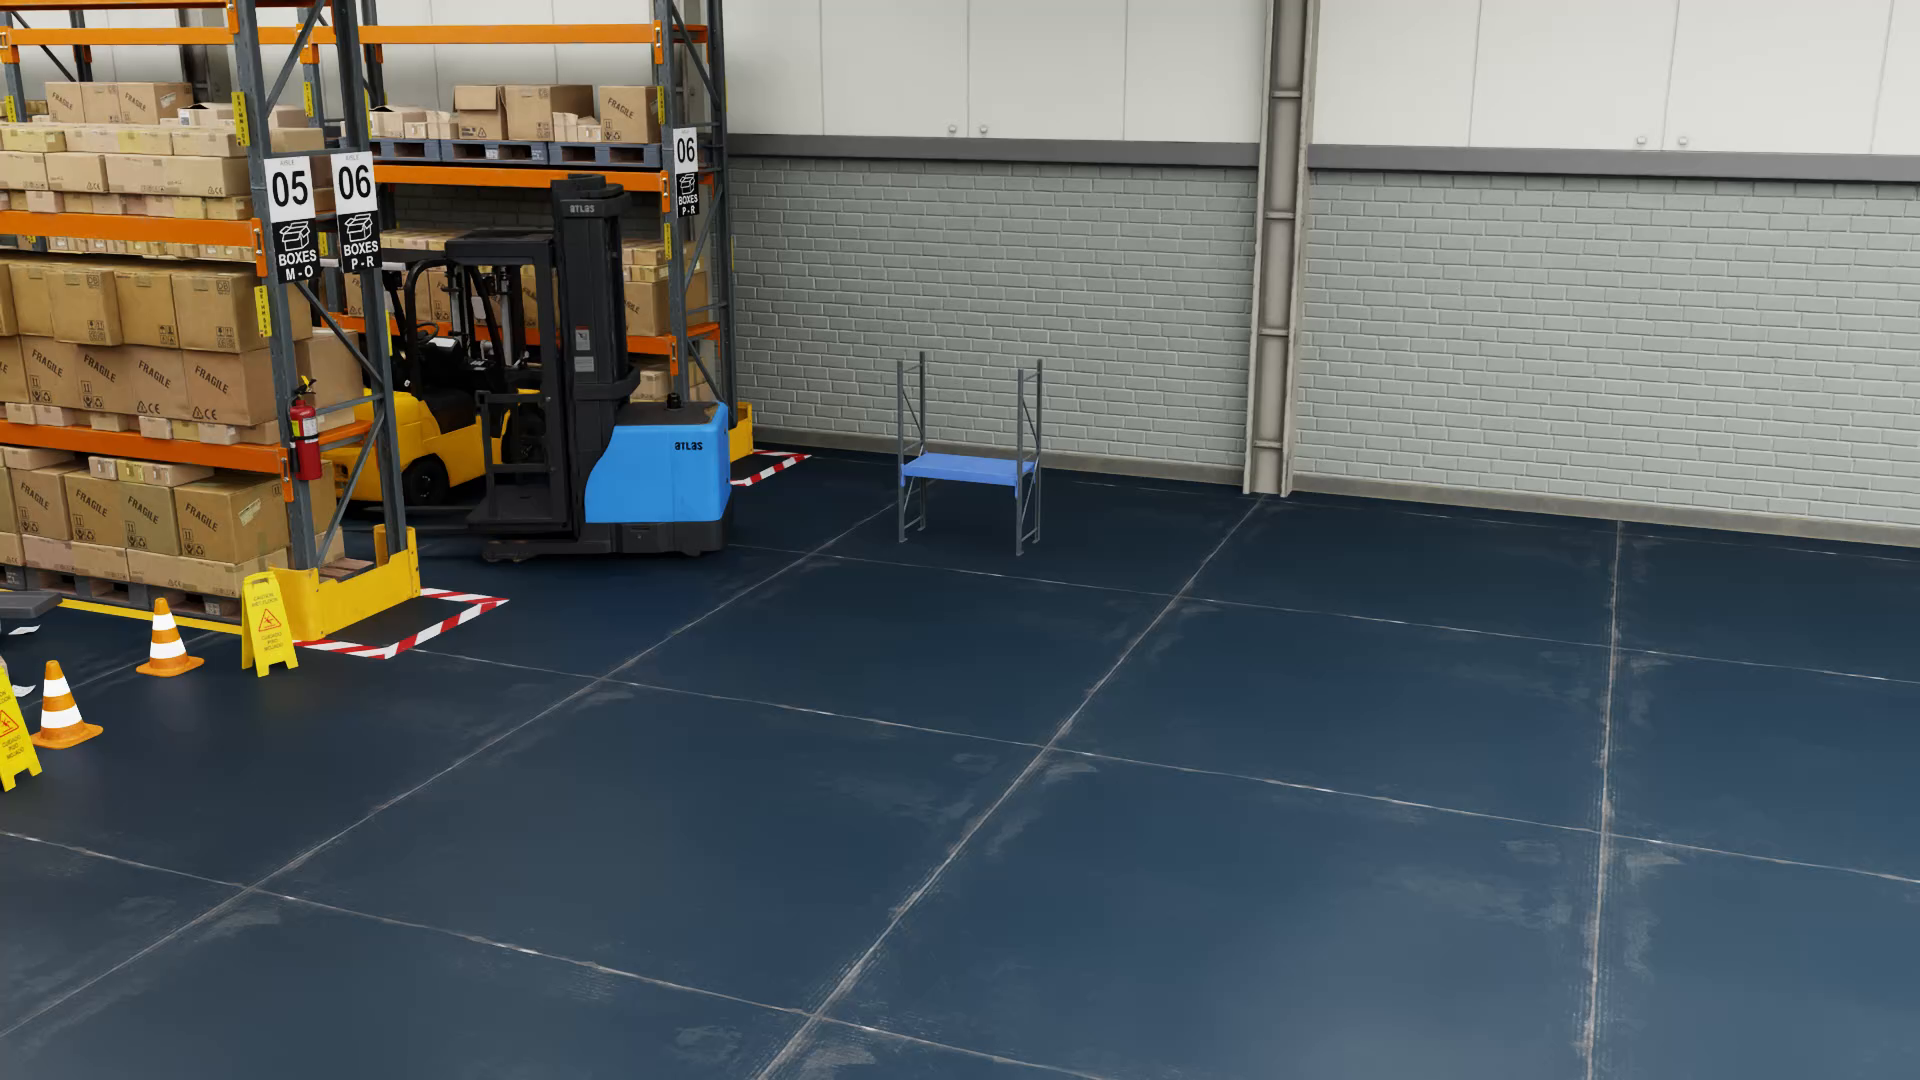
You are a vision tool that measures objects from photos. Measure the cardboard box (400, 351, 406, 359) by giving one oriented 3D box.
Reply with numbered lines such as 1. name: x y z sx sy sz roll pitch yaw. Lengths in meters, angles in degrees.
1. cardboard box: -5.366 -1.779 16.806 0.500 0.250 0.500 6 17 21

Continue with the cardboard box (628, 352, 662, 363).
1. cardboard box: -3.296 -1.704 16.548 0.500 0.250 0.500 6 17 21

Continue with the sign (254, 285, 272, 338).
1. sign: -4.492 -1.472 10.721 0.005 0.325 0.100 6 17 21

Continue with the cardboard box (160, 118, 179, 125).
1. cardboard box: -8.025 -4.285 17.193 0.250 0.149 0.380 6 17 20

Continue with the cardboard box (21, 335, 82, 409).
1. cardboard box: -6.268 -1.243 11.860 0.500 0.500 0.500 6 17 21

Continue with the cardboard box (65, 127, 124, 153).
1. cardboard box: -5.838 -2.725 11.319 0.250 0.149 0.380 6 17 19

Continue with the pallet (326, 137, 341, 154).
1. pallet: -6.998 -4.039 17.168 1.217 0.209 0.805 6 17 18

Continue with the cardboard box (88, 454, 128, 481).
1. cardboard box: -5.954 -0.548 11.850 0.250 0.149 0.380 7 18 23

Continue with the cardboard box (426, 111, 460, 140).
1. cardboard box: -4.904 -3.998 15.994 0.258 0.266 0.396 6 17 19

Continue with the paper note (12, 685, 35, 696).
1. paper note: -5.879 0.939 10.384 0.142 0.019 0.148 0 16 1

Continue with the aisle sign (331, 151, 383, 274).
1. aisle sign: -4.098 -2.229 11.308 0.004 0.787 0.394 6 17 21

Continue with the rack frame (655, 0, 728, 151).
1. rack frame: -2.452 -5.075 15.015 0.127 3.000 1.000 6 17 21

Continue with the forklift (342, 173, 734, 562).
1. forklift: -3.404 -1.382 13.176 3.031 2.935 1.130 -1 16 -2

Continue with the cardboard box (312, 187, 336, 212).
1. cardboard box: -4.459 -2.344 11.439 0.250 0.149 0.380 6 17 21

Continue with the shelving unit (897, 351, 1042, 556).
1. shelving unit: 0.079 -0.712 13.434 1.048 1.500 0.538 6 17 21

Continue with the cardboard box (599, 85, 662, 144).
1. cardboard box: -2.953 -3.914 15.285 0.500 0.500 0.500 7 18 22

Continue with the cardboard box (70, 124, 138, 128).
1. cardboard box: -6.138 -2.909 11.953 0.250 0.149 0.380 7 17 21

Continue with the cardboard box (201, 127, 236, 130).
1. cardboard box: -4.976 -2.762 11.446 0.250 0.149 0.380 6 17 21

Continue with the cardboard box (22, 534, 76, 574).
1. cardboard box: -6.546 0.039 12.338 0.500 0.250 0.500 6 17 20

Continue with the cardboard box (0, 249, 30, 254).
1. cardboard box: -7.194 -1.827 12.082 0.500 0.500 0.700 6 17 21

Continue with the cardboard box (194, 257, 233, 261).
1. cardboard box: -7.678 -2.860 17.517 0.500 0.250 0.500 7 17 22

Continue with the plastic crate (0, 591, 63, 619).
1. plastic crate: -6.831 0.460 11.946 0.583 0.080 0.402 0 16 1

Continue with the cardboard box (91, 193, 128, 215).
1. cardboard box: -5.643 -2.299 11.285 0.250 0.149 0.380 6 17 20

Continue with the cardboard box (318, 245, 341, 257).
1. cardboard box: -6.572 -2.940 17.078 0.250 0.149 0.380 7 18 23

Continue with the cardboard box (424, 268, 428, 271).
1. cardboard box: -5.276 -2.772 16.499 0.250 0.149 0.380 7 17 22

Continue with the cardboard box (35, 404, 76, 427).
1. cardboard box: -6.384 -0.928 11.939 0.250 0.149 0.380 6 17 20

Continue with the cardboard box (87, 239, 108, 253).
1. cardboard box: -9.208 -3.216 18.030 0.250 0.149 0.380 7 18 22

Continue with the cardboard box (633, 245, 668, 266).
1. cardboard box: -2.862 -2.678 15.643 0.250 0.149 0.380 6 17 21

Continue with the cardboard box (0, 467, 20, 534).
1. cardboard box: -7.038 -0.375 12.418 0.500 0.500 0.500 7 18 23

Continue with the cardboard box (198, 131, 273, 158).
1. cardboard box: -4.693 -2.567 10.776 0.250 0.149 0.380 6 17 21

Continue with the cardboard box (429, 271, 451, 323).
1. cardboard box: -4.894 -2.438 16.511 0.500 0.500 0.500 6 17 20

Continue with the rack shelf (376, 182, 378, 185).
1. rack shelf: -8.033 -3.903 17.647 4.000 0.370 1.077 6 17 21

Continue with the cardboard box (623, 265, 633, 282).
1. cardboard box: -3.126 -2.535 15.682 0.250 0.149 0.380 7 17 22

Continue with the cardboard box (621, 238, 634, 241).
1. cardboard box: -3.392 -2.874 16.318 0.250 0.149 0.380 6 17 21

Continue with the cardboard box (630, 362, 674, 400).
1. cardboard box: -2.995 -1.522 15.920 0.500 0.250 0.500 7 18 22

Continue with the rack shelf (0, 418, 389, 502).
1. rack shelf: -6.130 -0.765 12.220 4.000 0.370 1.077 6 17 21

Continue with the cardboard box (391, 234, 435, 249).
1. cardboard box: -5.468 -2.969 16.644 0.250 0.149 0.380 6 17 20

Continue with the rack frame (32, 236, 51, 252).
1. rack frame: -9.894 -3.012 18.670 0.127 3.000 1.000 6 17 21

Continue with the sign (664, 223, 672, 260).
1. sign: -2.664 -2.725 15.177 0.005 0.325 0.100 6 17 21

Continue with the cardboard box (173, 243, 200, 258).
1. cardboard box: -8.047 -3.070 17.526 0.250 0.149 0.380 6 17 19

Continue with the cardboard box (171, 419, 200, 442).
1. cardboard box: -5.203 -0.797 11.491 0.250 0.149 0.380 6 17 20

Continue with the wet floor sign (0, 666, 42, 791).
1. wet floor sign: -5.238 1.008 9.044 0.232 0.644 0.267 3 17 11

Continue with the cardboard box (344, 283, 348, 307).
1. cardboard box: -6.535 -2.653 17.700 0.500 0.250 0.500 7 17 22

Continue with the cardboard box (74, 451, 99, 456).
1. cardboard box: -6.393 -0.462 12.720 0.500 0.500 0.500 7 18 24

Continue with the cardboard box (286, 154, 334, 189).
1. cardboard box: -4.640 -2.538 11.392 0.500 0.250 0.500 6 17 20

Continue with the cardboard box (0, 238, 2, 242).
1. cardboard box: -11.480 -3.383 19.007 0.637 0.503 0.797 6 17 19

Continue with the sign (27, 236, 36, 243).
1. sign: -10.084 -3.389 18.031 0.005 0.325 0.100 6 17 21

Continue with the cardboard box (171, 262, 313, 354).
1. cardboard box: -4.825 -1.573 11.205 0.500 0.500 0.700 6 17 19
